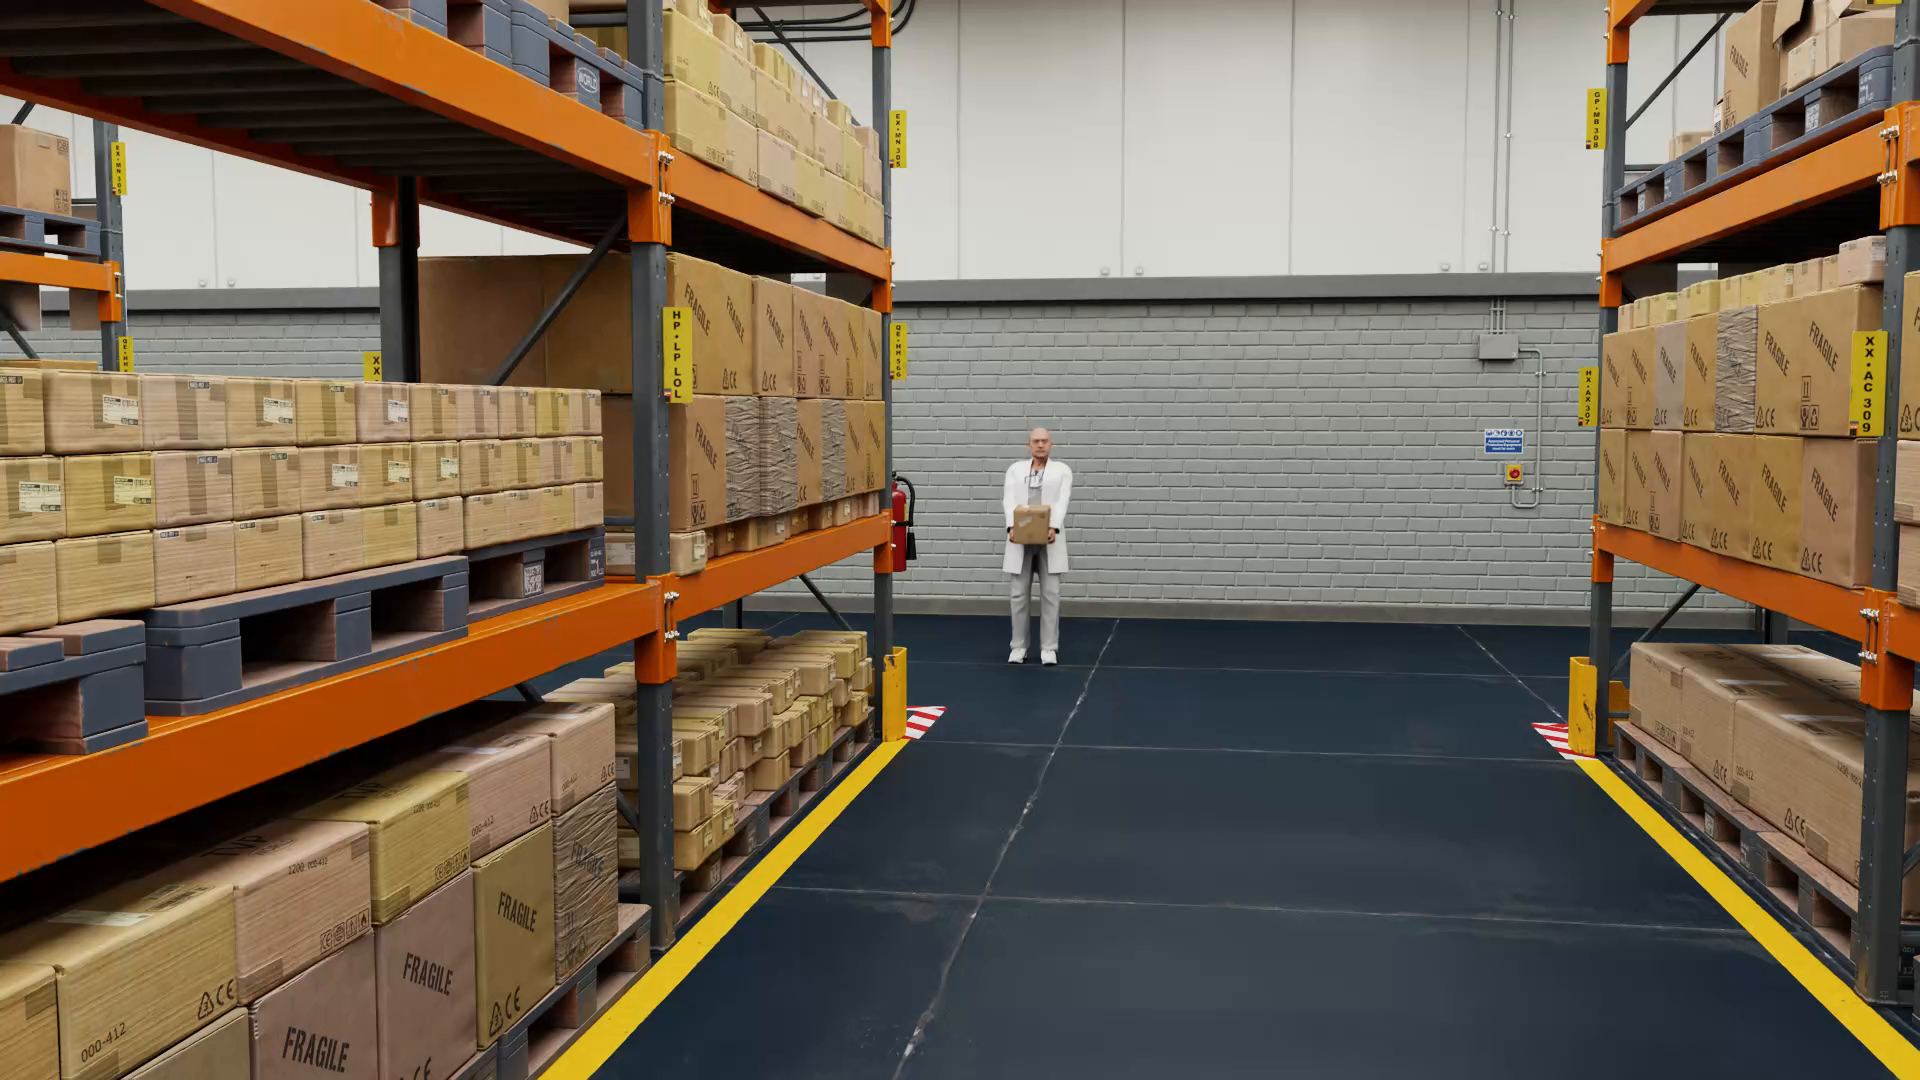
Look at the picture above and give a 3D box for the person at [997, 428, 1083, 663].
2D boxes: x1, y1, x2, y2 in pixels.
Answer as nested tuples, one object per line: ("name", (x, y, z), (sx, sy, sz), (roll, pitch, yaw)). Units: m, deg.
("person", (0.607, 0.037, 12.601), (0.649, 1.773, 0.425), (0, 4, 5))
